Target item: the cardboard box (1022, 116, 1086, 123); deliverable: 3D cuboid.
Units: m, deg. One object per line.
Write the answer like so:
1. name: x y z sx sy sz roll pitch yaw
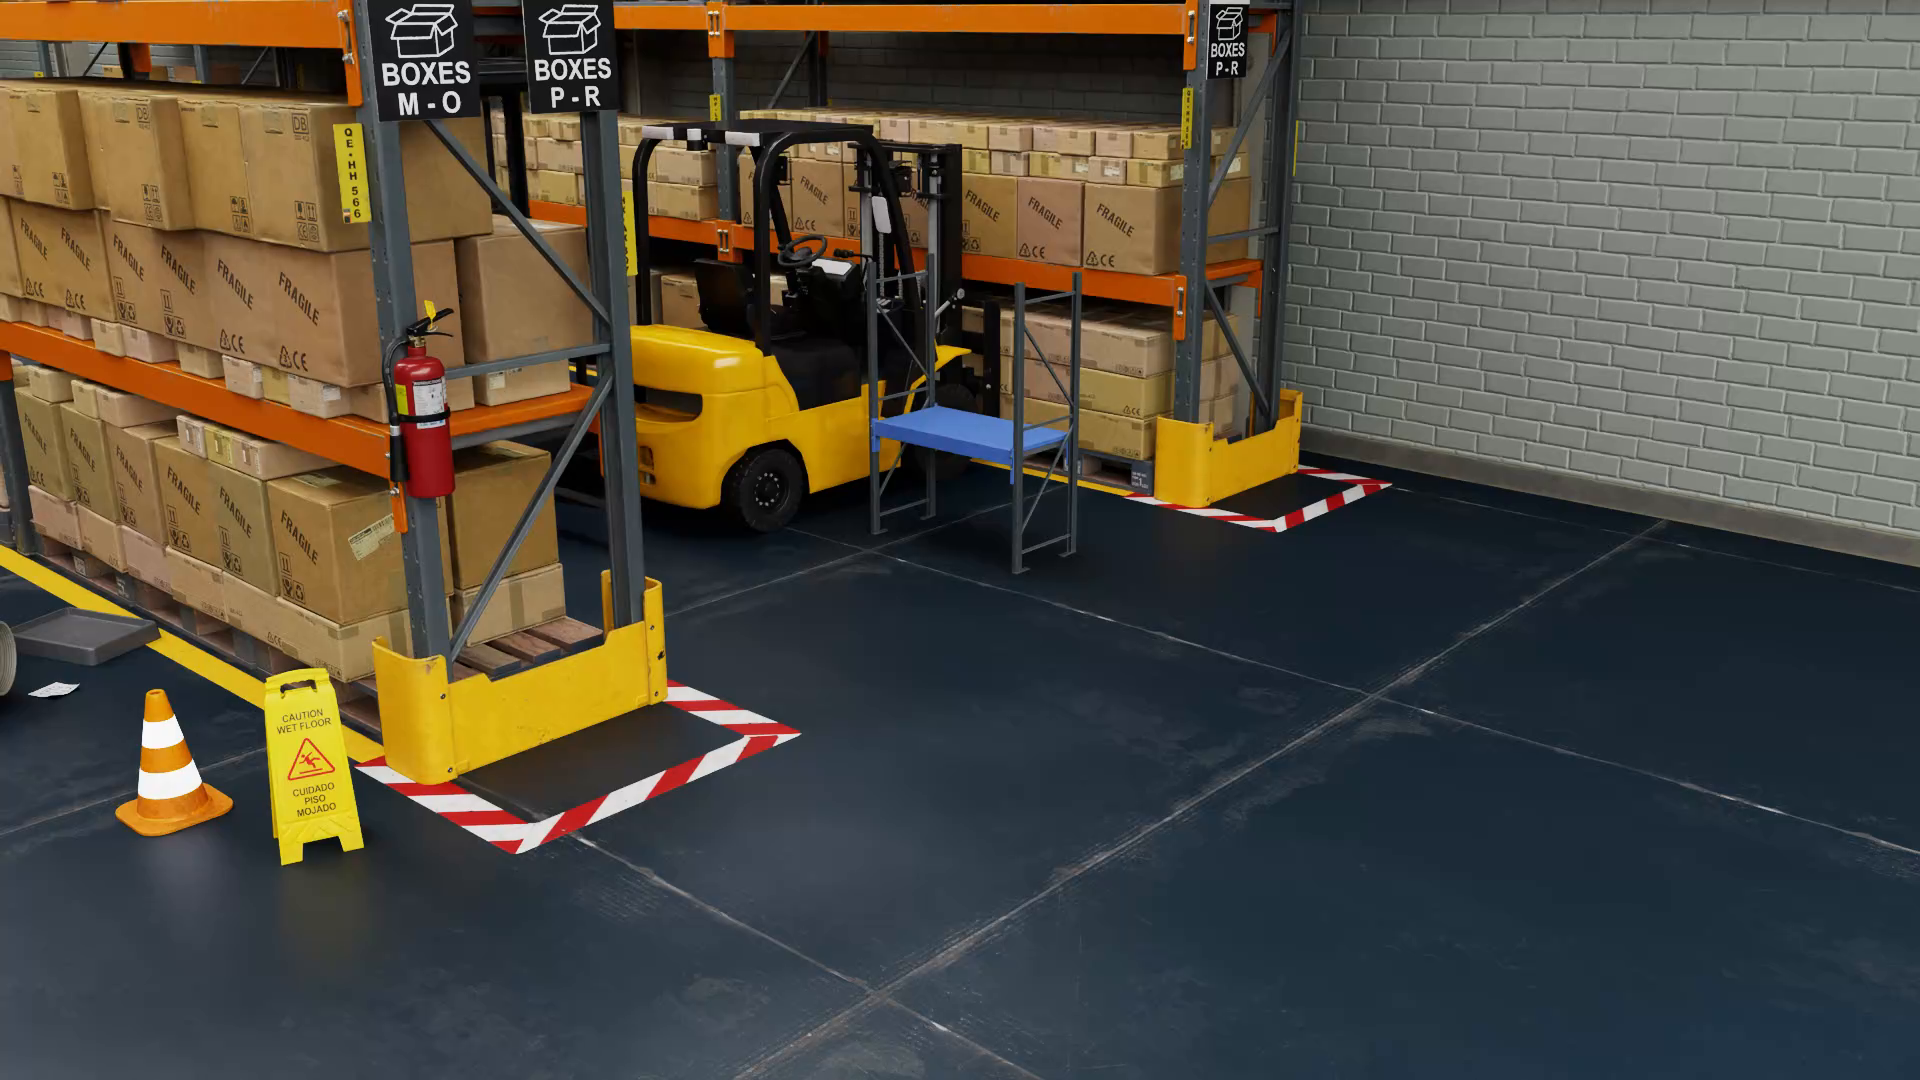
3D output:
1. cardboard box: 0.616 -2.679 10.866 0.250 0.149 0.380 14 23 38

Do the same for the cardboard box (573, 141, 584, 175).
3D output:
1. cardboard box: -2.672 -2.996 13.015 0.500 0.250 0.500 16 23 40

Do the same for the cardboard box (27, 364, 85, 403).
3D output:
1. cardboard box: -4.343 -0.797 8.204 0.250 0.149 0.380 15 23 40

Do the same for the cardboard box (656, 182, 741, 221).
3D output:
1. cardboard box: -1.917 -2.553 12.446 0.500 0.250 0.500 16 23 40

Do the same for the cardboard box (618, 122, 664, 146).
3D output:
1. cardboard box: -2.407 -3.090 12.651 0.250 0.149 0.380 14 22 38

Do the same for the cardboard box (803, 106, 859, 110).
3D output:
1. cardboard box: -0.927 -3.086 12.147 0.250 0.149 0.380 15 23 39

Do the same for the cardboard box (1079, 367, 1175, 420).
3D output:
1. cardboard box: 1.054 -0.935 10.123 0.500 0.250 0.500 15 23 39

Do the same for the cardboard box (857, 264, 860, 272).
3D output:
1. cardboard box: -0.870 -1.894 12.319 0.500 0.250 0.500 16 23 40

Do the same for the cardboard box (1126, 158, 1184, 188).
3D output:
1. cardboard box: 1.180 -2.143 9.667 0.250 0.149 0.380 15 23 40

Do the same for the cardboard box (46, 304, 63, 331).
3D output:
1. cardboard box: -4.194 -1.118 8.091 0.250 0.149 0.380 15 23 39

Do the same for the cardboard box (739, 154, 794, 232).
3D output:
1. cardboard box: -1.208 -2.482 11.809 0.500 0.500 0.500 14 22 38

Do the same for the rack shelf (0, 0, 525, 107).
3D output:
1. rack shelf: -3.163 -2.144 7.140 4.000 0.370 1.077 15 23 39

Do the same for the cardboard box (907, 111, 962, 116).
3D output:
1. cardboard box: -0.151 -2.883 11.508 0.250 0.149 0.380 15 23 38

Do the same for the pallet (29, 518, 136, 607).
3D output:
1. pallet: -4.133 -0.003 8.773 1.213 0.211 1.003 15 23 39

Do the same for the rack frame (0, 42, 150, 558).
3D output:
1. rack frame: -4.659 -1.459 8.750 0.127 3.000 1.000 15 23 39

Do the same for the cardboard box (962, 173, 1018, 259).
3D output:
1. cardboard box: 0.317 -2.076 10.529 0.500 0.500 0.500 14 23 38

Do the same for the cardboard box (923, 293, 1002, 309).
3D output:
1. cardboard box: -0.070 -1.471 10.988 0.500 0.250 0.500 14 23 38

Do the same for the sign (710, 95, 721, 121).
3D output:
1. sign: -1.720 -2.972 11.735 0.005 0.325 0.100 15 23 39

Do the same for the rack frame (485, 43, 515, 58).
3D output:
1. rack frame: -4.358 -3.386 14.822 0.127 3.000 1.000 15 23 39

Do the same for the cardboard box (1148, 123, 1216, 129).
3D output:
1. cardboard box: 1.358 -2.462 10.180 0.250 0.149 0.380 16 24 41

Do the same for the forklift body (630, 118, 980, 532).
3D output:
1. forklift body: -1.004 -1.343 9.788 1.214 2.155 2.313 15 23 39

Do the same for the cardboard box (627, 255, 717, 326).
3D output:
1. cardboard box: -2.340 -1.911 13.406 0.625 0.625 0.875 15 23 39

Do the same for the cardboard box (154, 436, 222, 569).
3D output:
1. cardboard box: -3.205 -0.212 7.432 0.500 0.500 0.500 14 23 38

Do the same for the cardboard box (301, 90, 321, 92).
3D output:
1. cardboard box: -6.750 -4.185 16.481 0.500 0.500 0.700 15 23 40

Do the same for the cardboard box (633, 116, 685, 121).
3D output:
1. cardboard box: -2.406 -3.327 13.398 0.250 0.149 0.380 15 23 39

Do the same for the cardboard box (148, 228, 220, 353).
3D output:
1. cardboard box: -2.999 -1.095 6.946 0.500 0.500 0.500 15 23 39

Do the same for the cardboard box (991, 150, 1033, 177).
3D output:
1. cardboard box: 0.407 -2.349 10.316 0.250 0.149 0.380 14 22 38

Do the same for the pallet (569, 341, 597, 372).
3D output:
1. pallet: -2.860 -1.638 13.923 1.213 0.211 1.003 15 23 39

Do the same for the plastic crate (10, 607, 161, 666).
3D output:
1. plastic crate: -4.029 0.433 7.614 0.583 0.080 0.402 7 19 21

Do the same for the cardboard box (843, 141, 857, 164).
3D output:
1. cardboard box: -0.564 -2.599 11.105 0.250 0.149 0.380 15 23 39

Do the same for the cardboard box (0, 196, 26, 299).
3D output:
1. cardboard box: -4.515 -1.497 8.213 0.500 0.500 0.500 15 23 39

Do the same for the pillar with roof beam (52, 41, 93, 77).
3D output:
1. pillar with roof beam: -14.618 -7.623 18.255 0.400 9.000 9.100 15 23 39

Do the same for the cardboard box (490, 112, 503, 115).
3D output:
1. cardboard box: -3.906 -3.513 13.985 0.250 0.149 0.380 16 24 41

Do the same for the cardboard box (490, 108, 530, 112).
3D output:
1. cardboard box: -3.981 -3.723 14.647 0.250 0.149 0.380 16 24 41

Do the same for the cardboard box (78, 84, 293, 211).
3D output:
1. cardboard box: -3.298 -1.689 7.165 0.500 0.500 0.700 15 23 39

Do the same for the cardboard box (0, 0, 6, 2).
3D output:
1. cardboard box: -4.431 -2.585 7.755 0.250 0.149 0.380 15 23 39

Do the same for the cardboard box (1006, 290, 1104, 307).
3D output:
1. cardboard box: 0.648 -1.488 11.038 0.500 0.250 0.500 15 23 39

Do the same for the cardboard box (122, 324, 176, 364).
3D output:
1. cardboard box: -3.478 -0.900 7.405 0.250 0.149 0.380 15 23 39

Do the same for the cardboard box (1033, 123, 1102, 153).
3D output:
1. cardboard box: 0.662 -2.458 10.169 0.250 0.149 0.380 15 23 40

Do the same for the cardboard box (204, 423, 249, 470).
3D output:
1. cardboard box: -2.944 -0.424 7.027 0.250 0.149 0.380 16 23 40

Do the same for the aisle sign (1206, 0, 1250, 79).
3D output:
1. aisle sign: 1.479 -2.939 9.117 0.004 0.787 0.394 15 23 39

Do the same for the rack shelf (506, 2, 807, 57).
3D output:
1. rack shelf: -2.863 -4.071 13.212 4.000 0.370 1.077 15 23 39

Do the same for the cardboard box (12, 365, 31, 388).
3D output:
1. cardboard box: -6.114 -0.794 10.306 0.625 0.372 0.950 16 24 41

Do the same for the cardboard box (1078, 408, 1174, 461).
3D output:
1. cardboard box: 1.064 -0.692 10.185 0.500 0.250 0.500 15 23 40

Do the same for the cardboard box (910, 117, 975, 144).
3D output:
1. cardboard box: -0.111 -2.664 10.816 0.250 0.149 0.380 15 23 39

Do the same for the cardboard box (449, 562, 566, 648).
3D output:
1. cardboard box: -2.087 0.230 7.280 0.500 0.250 0.500 15 23 39

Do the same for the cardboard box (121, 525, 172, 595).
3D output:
1. cardboard box: -3.591 0.041 7.874 0.500 0.250 0.500 15 23 39

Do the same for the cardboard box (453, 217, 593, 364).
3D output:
1. cardboard box: -1.837 -1.003 6.657 0.500 0.500 0.500 15 23 38

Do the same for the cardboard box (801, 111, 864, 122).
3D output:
1. cardboard box: -0.873 -2.869 11.464 0.250 0.149 0.380 14 23 38

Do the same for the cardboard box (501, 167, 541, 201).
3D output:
1. cardboard box: -3.426 -2.966 13.747 0.500 0.250 0.500 14 22 38

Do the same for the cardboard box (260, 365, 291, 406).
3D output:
1. cardboard box: -2.529 -0.645 6.600 0.250 0.149 0.380 15 23 38

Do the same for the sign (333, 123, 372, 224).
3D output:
1. sign: -2.050 -1.237 5.614 0.005 0.325 0.100 15 23 39

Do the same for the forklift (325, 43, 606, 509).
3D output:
1. forklift: -2.831 -1.727 9.709 3.031 2.935 1.130 14 23 38

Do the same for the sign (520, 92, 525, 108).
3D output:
1. sign: -3.993 -4.064 15.045 0.005 0.325 0.100 15 23 39

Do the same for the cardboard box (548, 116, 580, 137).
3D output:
1. cardboard box: -3.085 -3.325 13.392 0.250 0.149 0.380 15 23 39

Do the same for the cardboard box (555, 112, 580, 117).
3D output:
1. cardboard box: -3.184 -3.527 14.028 0.250 0.149 0.380 15 23 39

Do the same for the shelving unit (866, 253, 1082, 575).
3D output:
1. shelving unit: 0.064 -0.698 8.831 1.048 1.500 0.538 15 23 39

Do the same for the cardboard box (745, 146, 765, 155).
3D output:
1. cardboard box: -1.303 -2.816 11.789 0.250 0.149 0.380 15 23 38
